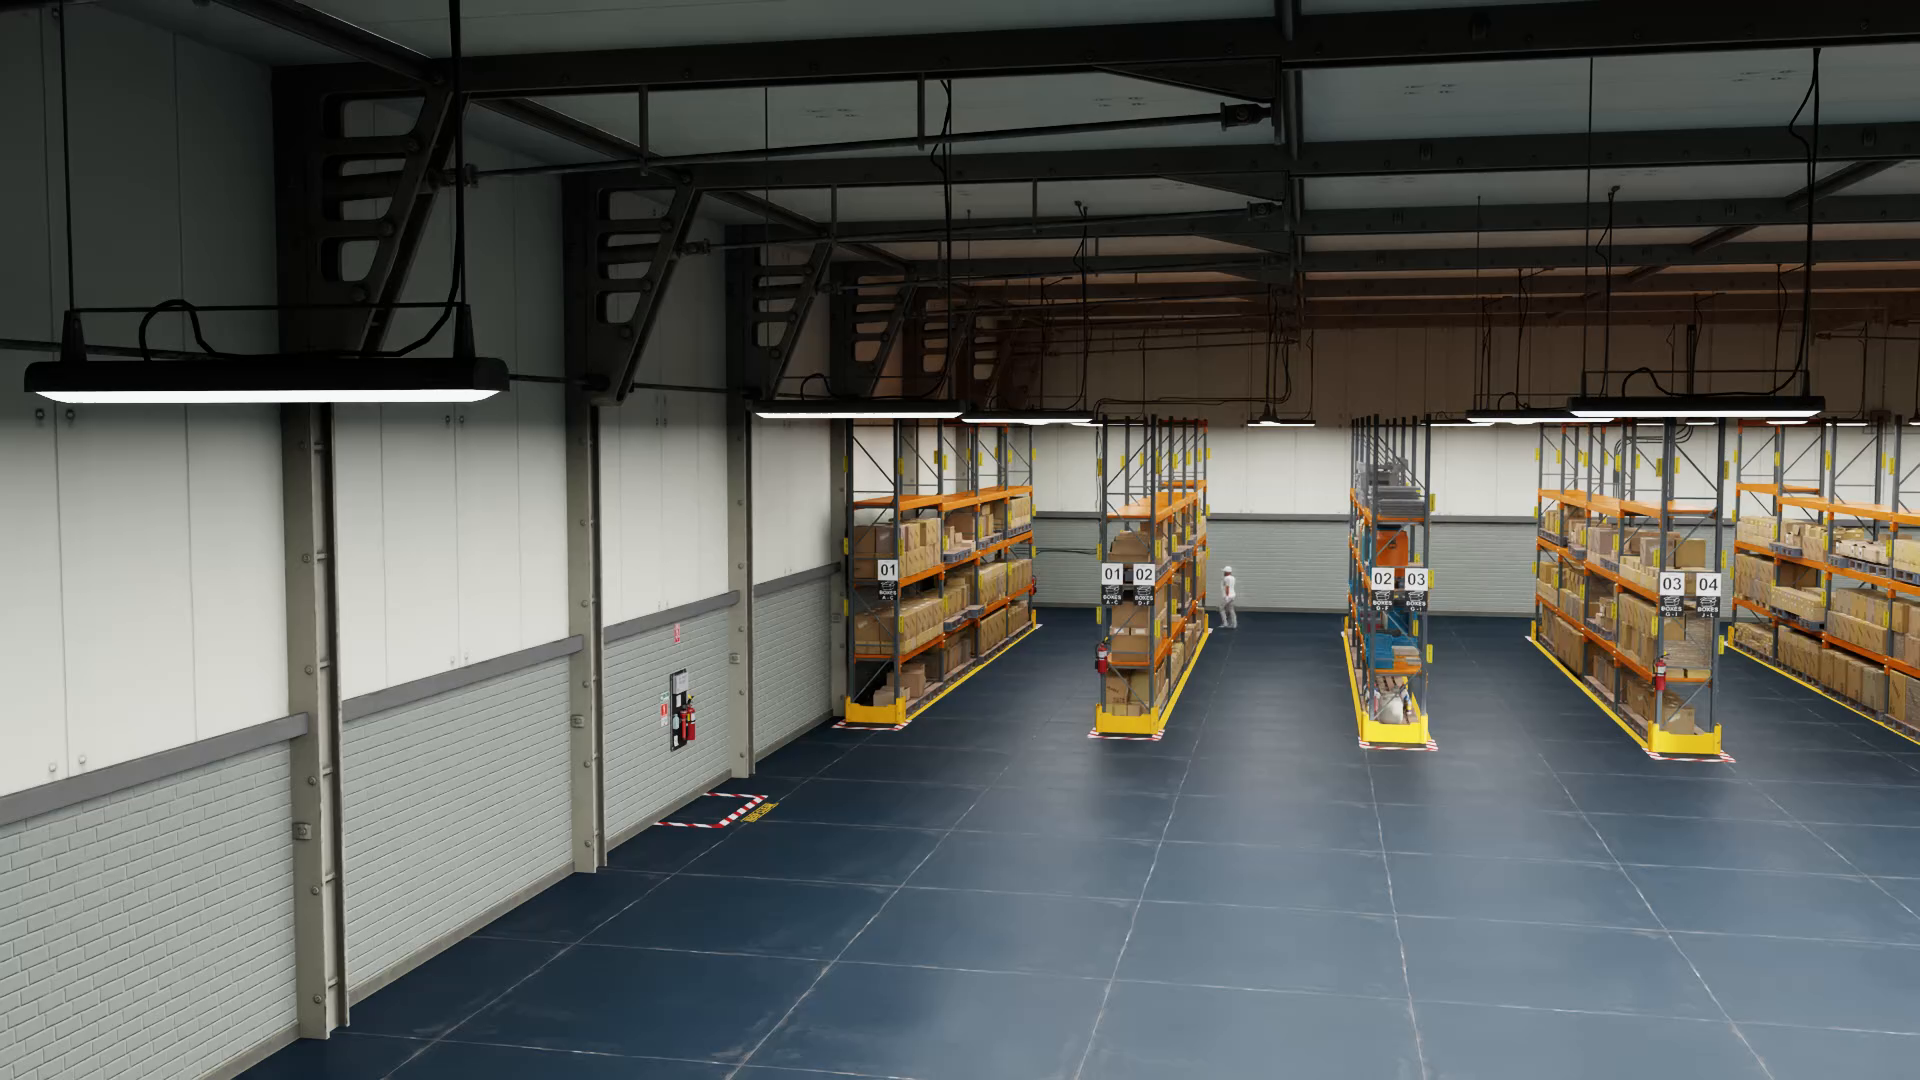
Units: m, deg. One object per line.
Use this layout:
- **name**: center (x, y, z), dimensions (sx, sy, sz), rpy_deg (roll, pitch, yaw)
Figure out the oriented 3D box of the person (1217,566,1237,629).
- **person**: center (7.700, 1.662, 47.763), dimensions (0.547, 1.808, 0.598), rpy_deg (3, 5, 36)
